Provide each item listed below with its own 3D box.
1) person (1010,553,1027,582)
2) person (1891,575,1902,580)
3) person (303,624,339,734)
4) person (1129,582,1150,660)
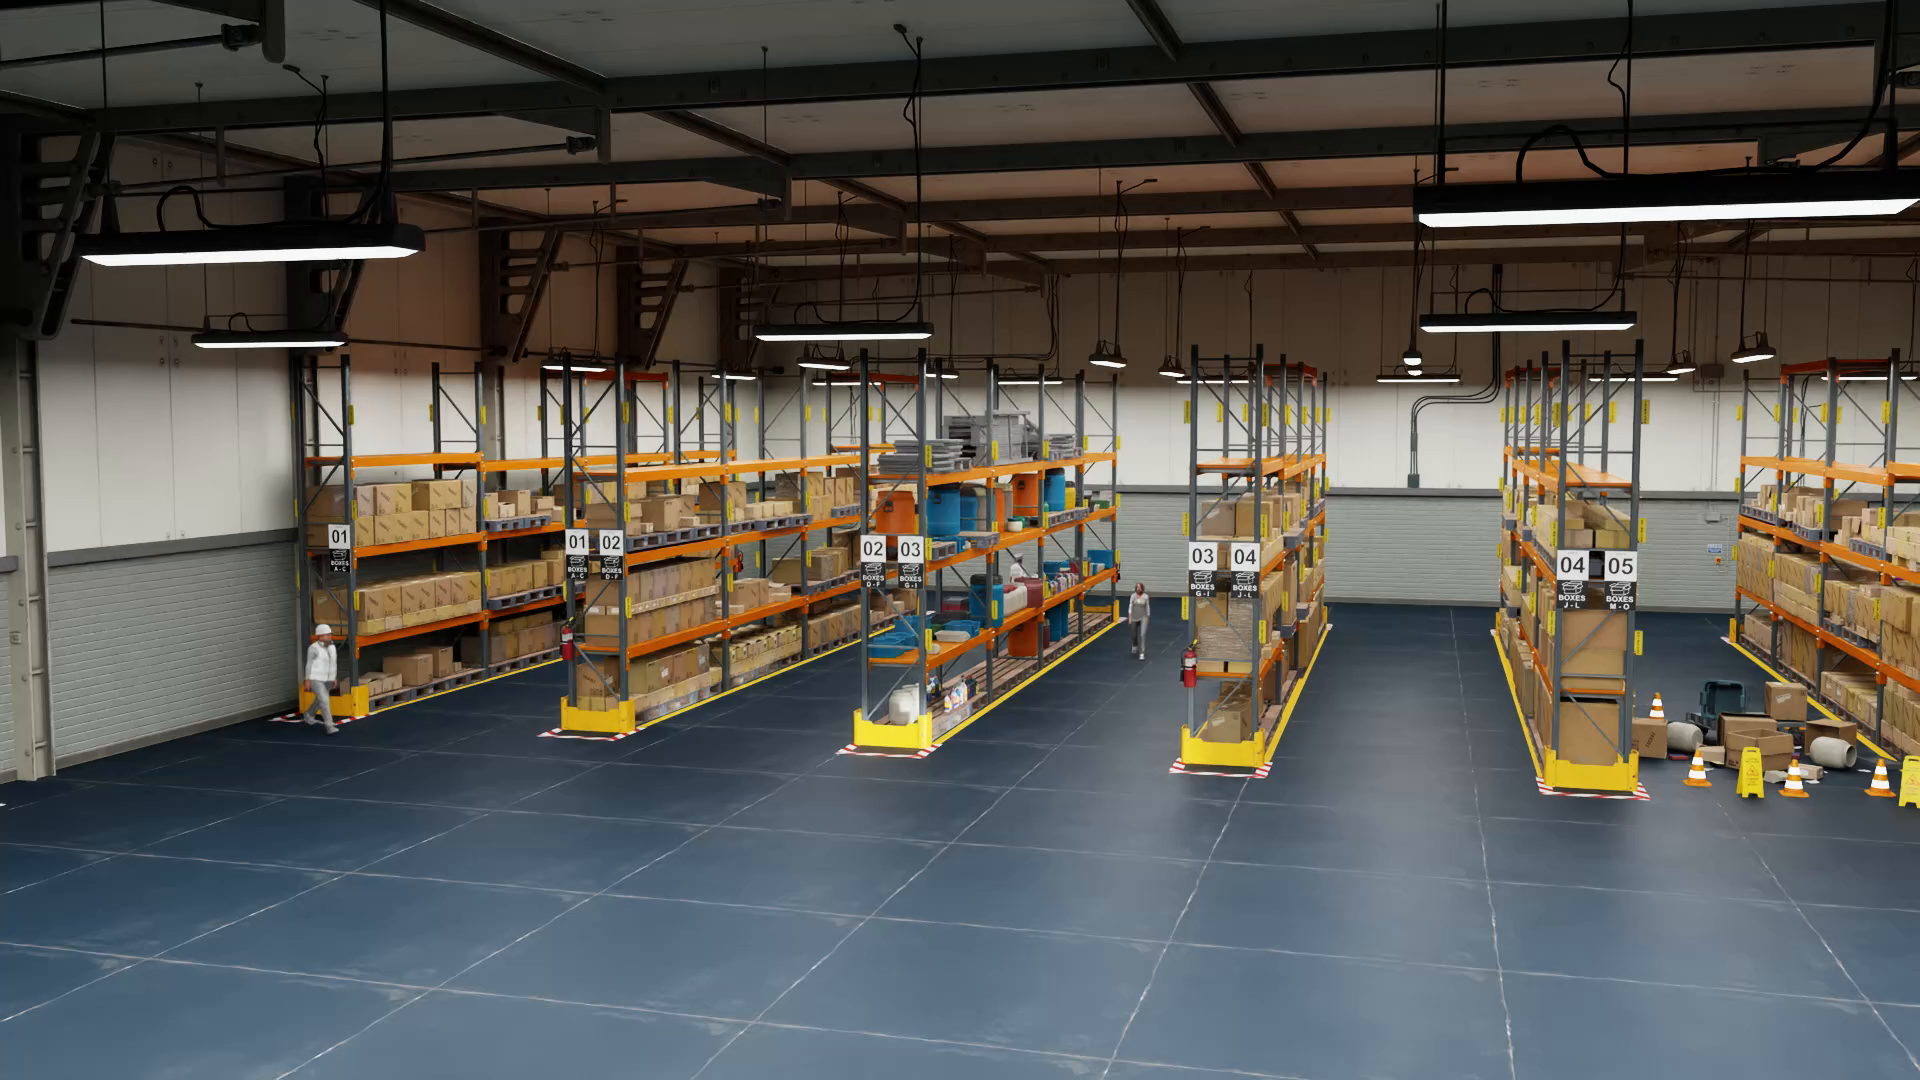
[{"bbox_3d":[1.381,1.169,39.987,0.455,1.678,0.518,-4,6,-42],"label":"person"},{"bbox_3d":[21.302,1.283,38.015,0.961,1.736,0.567,0,4,2],"label":"person"},{"bbox_3d":[-10.103,2.178,26.307,1.106,1.718,0.554,3,5,32],"label":"person"},{"bbox_3d":[3.694,1.640,34.238,0.438,1.552,0.868,1,4,7],"label":"person"}]
